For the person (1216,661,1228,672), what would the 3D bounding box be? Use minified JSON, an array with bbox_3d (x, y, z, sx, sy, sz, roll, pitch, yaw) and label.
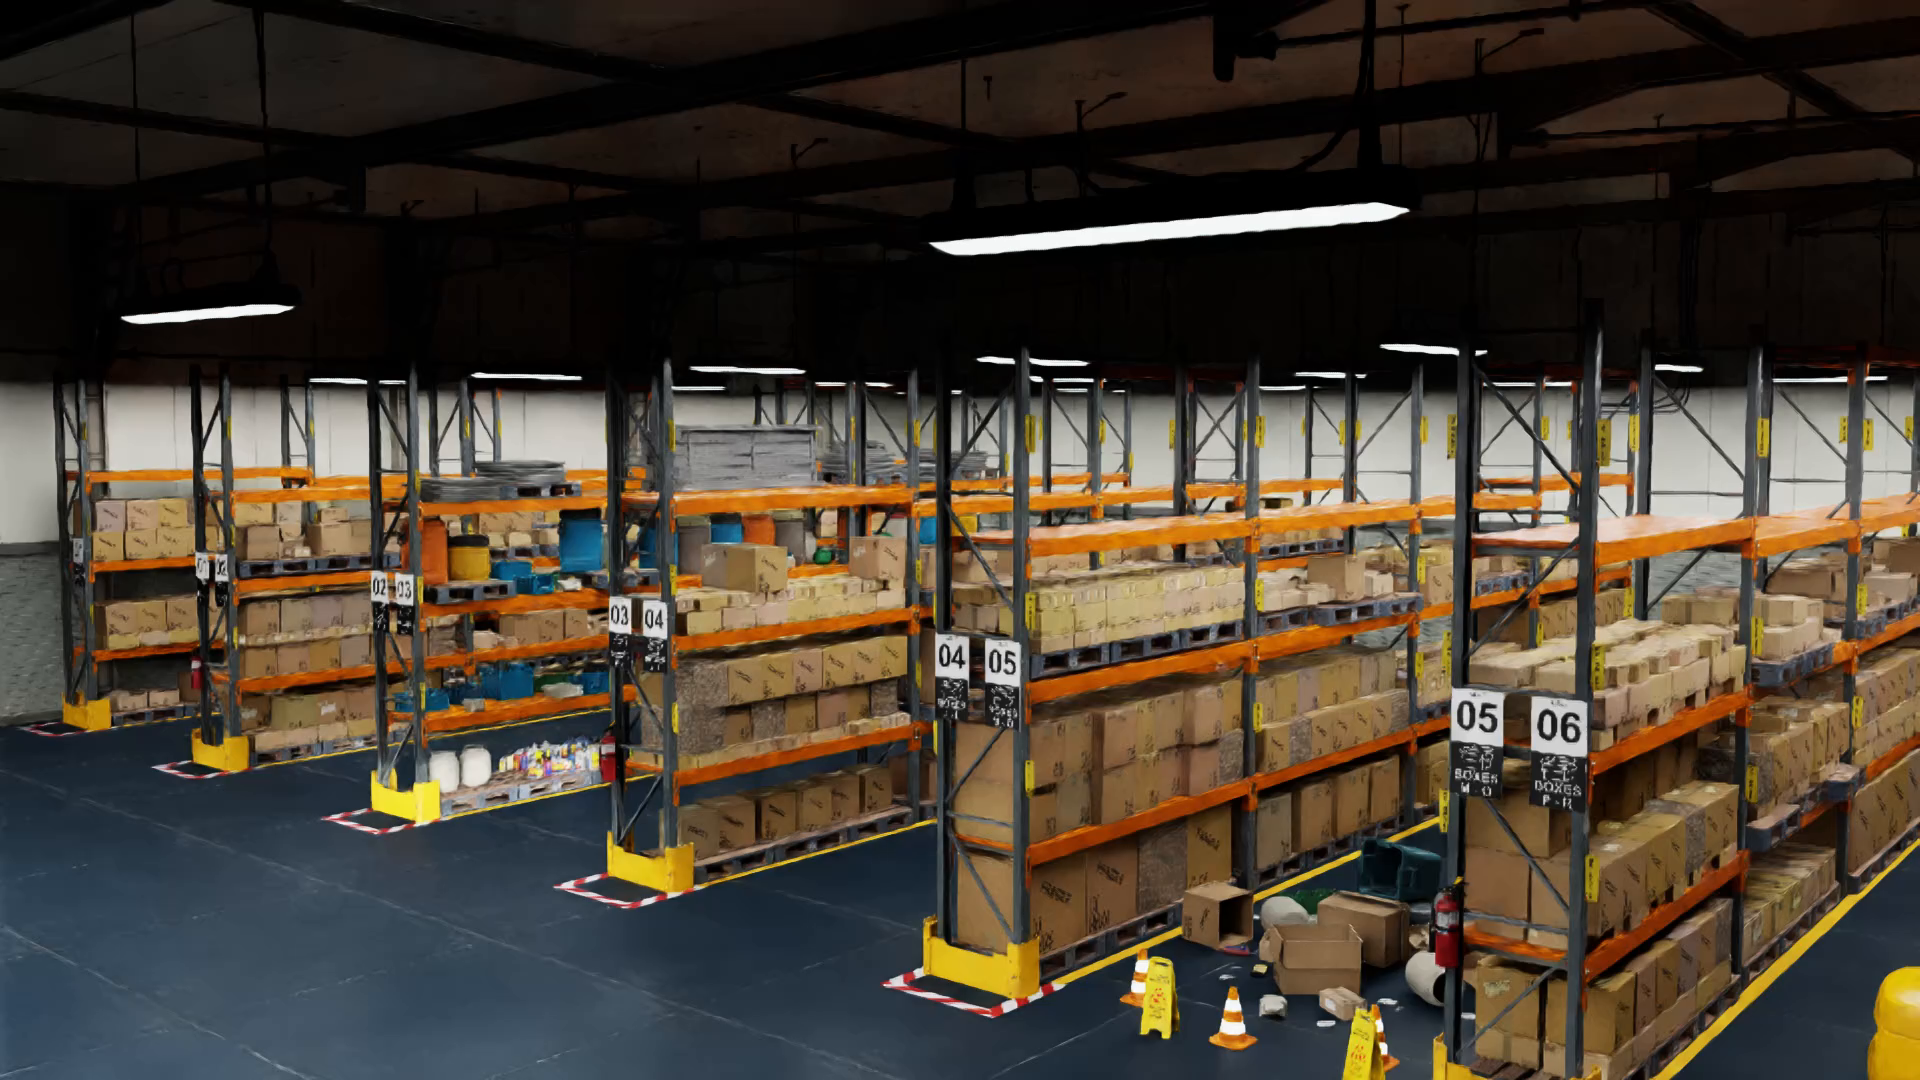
[{"bbox_3d":[3.919,2.551,24.678,0.543,1.649,1.119,3,5,38],"label":"person"}]
